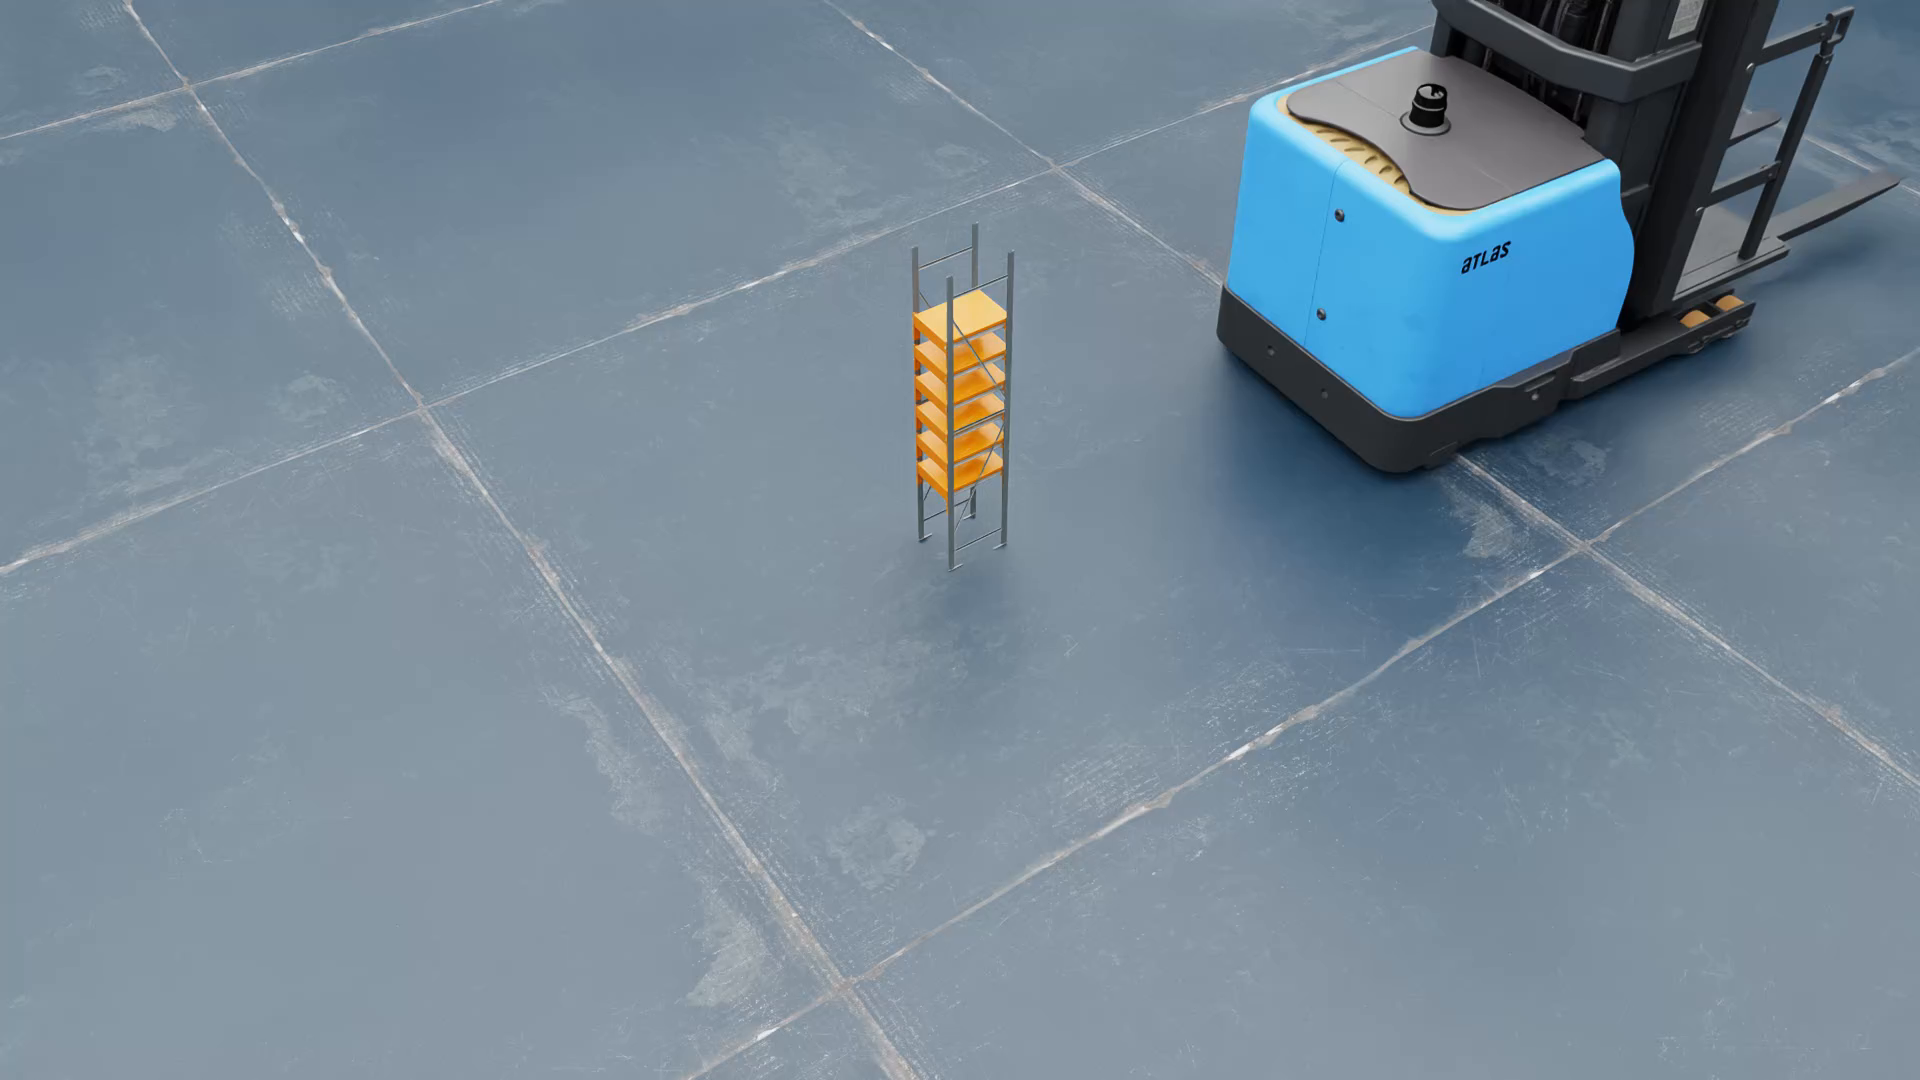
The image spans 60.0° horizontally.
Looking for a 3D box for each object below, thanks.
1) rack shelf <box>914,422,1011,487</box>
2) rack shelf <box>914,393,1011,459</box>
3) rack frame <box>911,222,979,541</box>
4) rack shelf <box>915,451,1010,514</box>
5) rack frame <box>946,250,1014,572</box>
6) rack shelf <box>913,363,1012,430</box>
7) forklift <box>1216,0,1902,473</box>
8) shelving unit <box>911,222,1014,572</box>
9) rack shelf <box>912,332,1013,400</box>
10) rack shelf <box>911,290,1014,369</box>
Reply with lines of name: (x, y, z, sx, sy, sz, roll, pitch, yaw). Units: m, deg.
rack shelf: (0.008, -0.307, 5.441, 0.258, 0.103, 0.180, -26, 49, -24)
rack shelf: (0.008, -0.394, 5.358, 0.258, 0.103, 0.180, -26, 49, -24)
rack frame: (-0.044, -0.478, 5.381, 0.240, 1.200, 0.006, -26, 49, -24)
rack shelf: (0.008, -0.220, 5.524, 0.258, 0.103, 0.180, -26, 49, -24)
rack frame: (0.061, -0.374, 5.273, 0.240, 1.200, 0.006, -26, 49, -24)
rack shelf: (0.008, -0.480, 5.275, 0.258, 0.103, 0.180, -26, 49, -24)
forklift: (2.524, -2.077, 5.803, 3.031, 2.935, 1.130, -23, 48, -22)
shelving unit: (0.008, -0.426, 5.327, 0.258, 1.200, 0.189, -26, 49, -24)
rack shelf: (0.008, -0.567, 5.192, 0.258, 0.103, 0.180, -26, 49, -24)
rack shelf: (0.008, -0.654, 5.109, 0.258, 0.103, 0.180, -26, 49, -24)
